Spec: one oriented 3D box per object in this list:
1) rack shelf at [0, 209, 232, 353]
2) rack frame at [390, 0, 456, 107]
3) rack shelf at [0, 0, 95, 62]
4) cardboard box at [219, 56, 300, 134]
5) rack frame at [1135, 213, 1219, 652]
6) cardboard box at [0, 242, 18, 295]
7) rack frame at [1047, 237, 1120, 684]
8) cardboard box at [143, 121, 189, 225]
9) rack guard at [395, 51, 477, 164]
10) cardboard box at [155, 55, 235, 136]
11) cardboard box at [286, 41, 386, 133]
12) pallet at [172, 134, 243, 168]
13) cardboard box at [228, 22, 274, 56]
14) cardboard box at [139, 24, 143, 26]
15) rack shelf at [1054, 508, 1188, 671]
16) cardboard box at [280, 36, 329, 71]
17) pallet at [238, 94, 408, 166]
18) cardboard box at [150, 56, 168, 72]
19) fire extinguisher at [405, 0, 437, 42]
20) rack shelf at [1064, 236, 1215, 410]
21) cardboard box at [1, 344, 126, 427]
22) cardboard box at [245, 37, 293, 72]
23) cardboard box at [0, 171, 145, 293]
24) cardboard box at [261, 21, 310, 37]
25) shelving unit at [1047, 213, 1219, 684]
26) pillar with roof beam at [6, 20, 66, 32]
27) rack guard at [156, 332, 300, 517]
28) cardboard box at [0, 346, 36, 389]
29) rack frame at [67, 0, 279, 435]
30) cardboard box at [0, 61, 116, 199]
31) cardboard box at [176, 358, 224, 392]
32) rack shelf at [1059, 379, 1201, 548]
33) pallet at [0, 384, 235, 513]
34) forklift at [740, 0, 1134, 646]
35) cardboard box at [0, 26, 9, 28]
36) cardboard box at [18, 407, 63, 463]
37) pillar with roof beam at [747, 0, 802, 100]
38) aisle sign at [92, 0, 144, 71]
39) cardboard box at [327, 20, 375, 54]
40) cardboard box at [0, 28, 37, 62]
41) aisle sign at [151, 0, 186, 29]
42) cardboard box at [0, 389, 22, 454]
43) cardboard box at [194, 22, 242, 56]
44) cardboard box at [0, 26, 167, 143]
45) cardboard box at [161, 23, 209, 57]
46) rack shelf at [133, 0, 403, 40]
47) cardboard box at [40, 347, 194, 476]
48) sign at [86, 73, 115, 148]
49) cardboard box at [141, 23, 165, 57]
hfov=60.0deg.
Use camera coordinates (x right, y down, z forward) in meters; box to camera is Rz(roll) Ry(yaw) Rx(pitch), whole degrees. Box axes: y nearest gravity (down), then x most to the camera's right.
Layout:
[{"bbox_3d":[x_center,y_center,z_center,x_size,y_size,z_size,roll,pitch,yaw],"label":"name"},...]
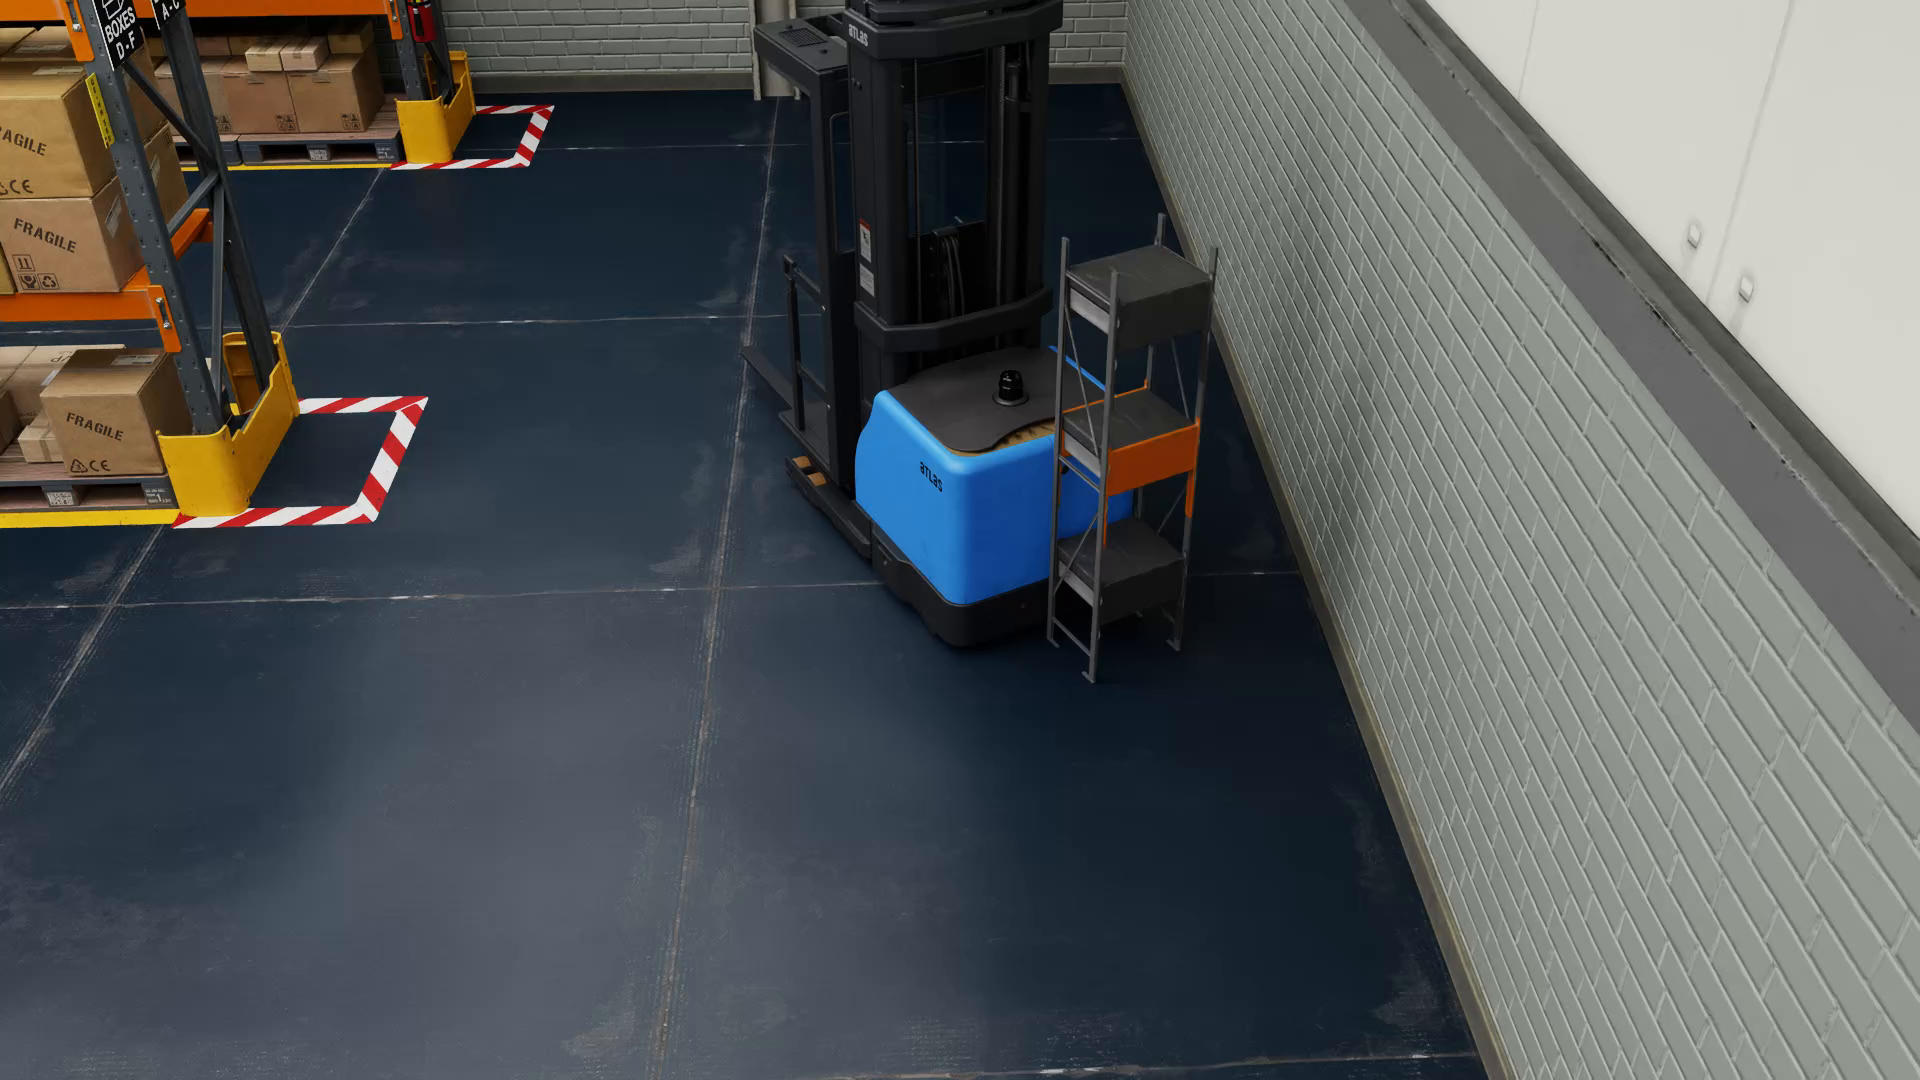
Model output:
[{"bbox_3d":[-5.976,-1.343,8.687,4.000,0.370,1.077,-2,35,-2],"label":"rack shelf"},{"bbox_3d":[-4.216,-4.509,12.629,0.127,3.000,1.000,-2,35,-2],"label":"rack frame"},{"bbox_3d":[-5.976,-2.577,7.834,4.000,0.370,1.077,-2,35,-2],"label":"rack shelf"},{"bbox_3d":[-5.410,-3.564,13.092,0.500,0.500,0.700,-2,35,-2],"label":"cardboard box"},{"bbox_3d":[0.949,-0.428,7.523,0.015,2.100,0.400,-18,39,-24],"label":"rack frame"},{"bbox_3d":[-4.930,-1.551,8.268,0.500,0.500,0.500,-1,35,-2],"label":"cardboard box"},{"bbox_3d":[0.527,-0.289,7.323,0.015,2.100,0.400,-18,39,-24],"label":"rack frame"},{"bbox_3d":[-4.433,-1.872,8.731,0.500,0.500,0.500,-1,35,-1],"label":"cardboard box"},{"bbox_3d":[-4.192,-3.481,13.341,0.348,0.500,1.175,-2,35,-2],"label":"rack guard"},{"bbox_3d":[-5.913,-3.550,13.072,0.500,0.500,0.700,-3,35,-4],"label":"cardboard box"},{"bbox_3d":[-4.910,-3.578,13.111,0.500,0.500,0.700,-2,35,-2],"label":"cardboard box"},{"bbox_3d":[-6.227,-3.265,13.282,1.213,0.211,1.003,-2,35,-2],"label":"pallet"},{"bbox_3d":[-5.551,-3.941,13.066,0.250,0.149,0.380,-1,35,-2],"label":"cardboard box"},{"bbox_3d":[-6.572,-3.912,13.025,0.250,0.149,0.380,-1,35,-2],"label":"cardboard box"},{"bbox_3d":[0.738,0.228,7.829,0.480,0.518,0.431,-18,39,-24],"label":"rack shelf"},{"bbox_3d":[-5.030,-3.737,12.772,0.250,0.149,0.380,-2,35,-3],"label":"cardboard box"},{"bbox_3d":[-5.011,-3.296,13.327,1.213,0.211,1.003,-2,35,-2],"label":"pallet"},{"bbox_3d":[-6.445,-3.532,13.045,0.500,0.500,0.700,-1,35,-1],"label":"cardboard box"},{"bbox_3d":[-4.044,-4.065,12.384,0.183,0.674,0.296,-2,35,-2],"label":"fire extinguisher"},{"bbox_3d":[0.738,-0.923,7.032,0.480,0.518,0.431,-18,39,-24],"label":"rack shelf"},{"bbox_3d":[-5.034,-0.876,9.410,0.500,0.250,0.500,-2,35,-2],"label":"cardboard box"},{"bbox_3d":[-5.285,-3.730,12.762,0.250,0.149,0.380,-1,35,-1],"label":"cardboard box"},{"bbox_3d":[-4.412,-1.567,8.291,0.500,0.500,0.500,-1,35,-1],"label":"cardboard box"},{"bbox_3d":[-5.301,-3.947,13.076,0.250,0.149,0.380,-1,35,-2],"label":"cardboard box"},{"bbox_3d":[0.738,-0.359,7.423,0.503,2.100,0.431,-18,39,-24],"label":"shelving unit"},{"bbox_3d":[-7.349,-4.931,7.968,0.400,9.000,9.100,-2,35,-2],"label":"pillar with roof beam"},{"bbox_3d":[-4.054,-0.663,9.269,0.348,0.500,1.175,-2,35,-2],"label":"rack guard"},{"bbox_3d":[-5.533,-0.863,9.391,0.500,0.250,0.500,-2,35,-2],"label":"cardboard box"},{"bbox_3d":[-3.978,-1.693,8.560,0.127,3.000,1.000,-2,35,-2],"label":"rack frame"},{"bbox_3d":[-4.409,-1.977,8.004,0.500,0.500,0.500,-2,35,-3],"label":"cardboard box"},{"bbox_3d":[-4.412,-0.886,9.512,0.250,0.149,0.380,-2,35,-2],"label":"cardboard box"},{"bbox_3d":[0.738,-0.347,7.431,0.480,0.518,0.431,-18,39,-24],"label":"rack shelf"},{"bbox_3d":[-4.850,-0.522,9.319,1.213,0.211,1.003,-2,35,-2],"label":"pallet"},{"bbox_3d":[-0.302,-1.517,8.366,1.130,2.935,3.031,-17,38,-23],"label":"forklift"},{"bbox_3d":[-7.614,-3.883,12.983,0.250,0.149,0.380,-2,35,-3],"label":"cardboard box"},{"bbox_3d":[-4.918,-0.594,9.076,0.250,0.166,0.380,-2,35,-2],"label":"cardboard box"},{"bbox_3d":[-1.356,-5.093,8.201,0.400,9.000,9.100,-2,35,-2],"label":"pillar with roof beam"},{"bbox_3d":[-3.895,-2.590,7.572,0.004,0.787,0.394,-2,35,-2],"label":"aisle sign"},{"bbox_3d":[-4.795,-3.962,13.096,0.250,0.149,0.380,-1,35,-2],"label":"cardboard box"},{"bbox_3d":[-4.955,-2.265,8.420,0.500,0.500,0.500,-1,35,-2],"label":"cardboard box"},{"bbox_3d":[-3.924,-2.931,8.064,0.004,0.787,0.394,-2,35,-2],"label":"aisle sign"},{"bbox_3d":[-5.460,-0.580,8.982,0.500,0.250,0.500,-2,35,-2],"label":"cardboard box"},{"bbox_3d":[-5.805,-3.934,13.056,0.250,0.149,0.380,-1,35,-2],"label":"cardboard box"},{"bbox_3d":[-4.433,-2.283,8.447,0.500,0.500,0.500,-1,35,-1],"label":"cardboard box"},{"bbox_3d":[-6.061,-3.926,13.045,0.250,0.149,0.380,-1,35,-2],"label":"cardboard box"},{"bbox_3d":[-6.214,-4.159,12.756,4.000,0.370,1.077,-2,35,-2],"label":"rack shelf"},{"bbox_3d":[-4.509,-0.691,8.923,0.500,0.500,0.500,-2,35,-2],"label":"cardboard box"},{"bbox_3d":[-3.972,-1.983,7.684,0.005,0.325,0.100,-2,35,-2],"label":"sign"},{"bbox_3d":[-6.314,-3.920,13.036,0.250,0.149,0.380,-2,35,-3],"label":"cardboard box"}]
